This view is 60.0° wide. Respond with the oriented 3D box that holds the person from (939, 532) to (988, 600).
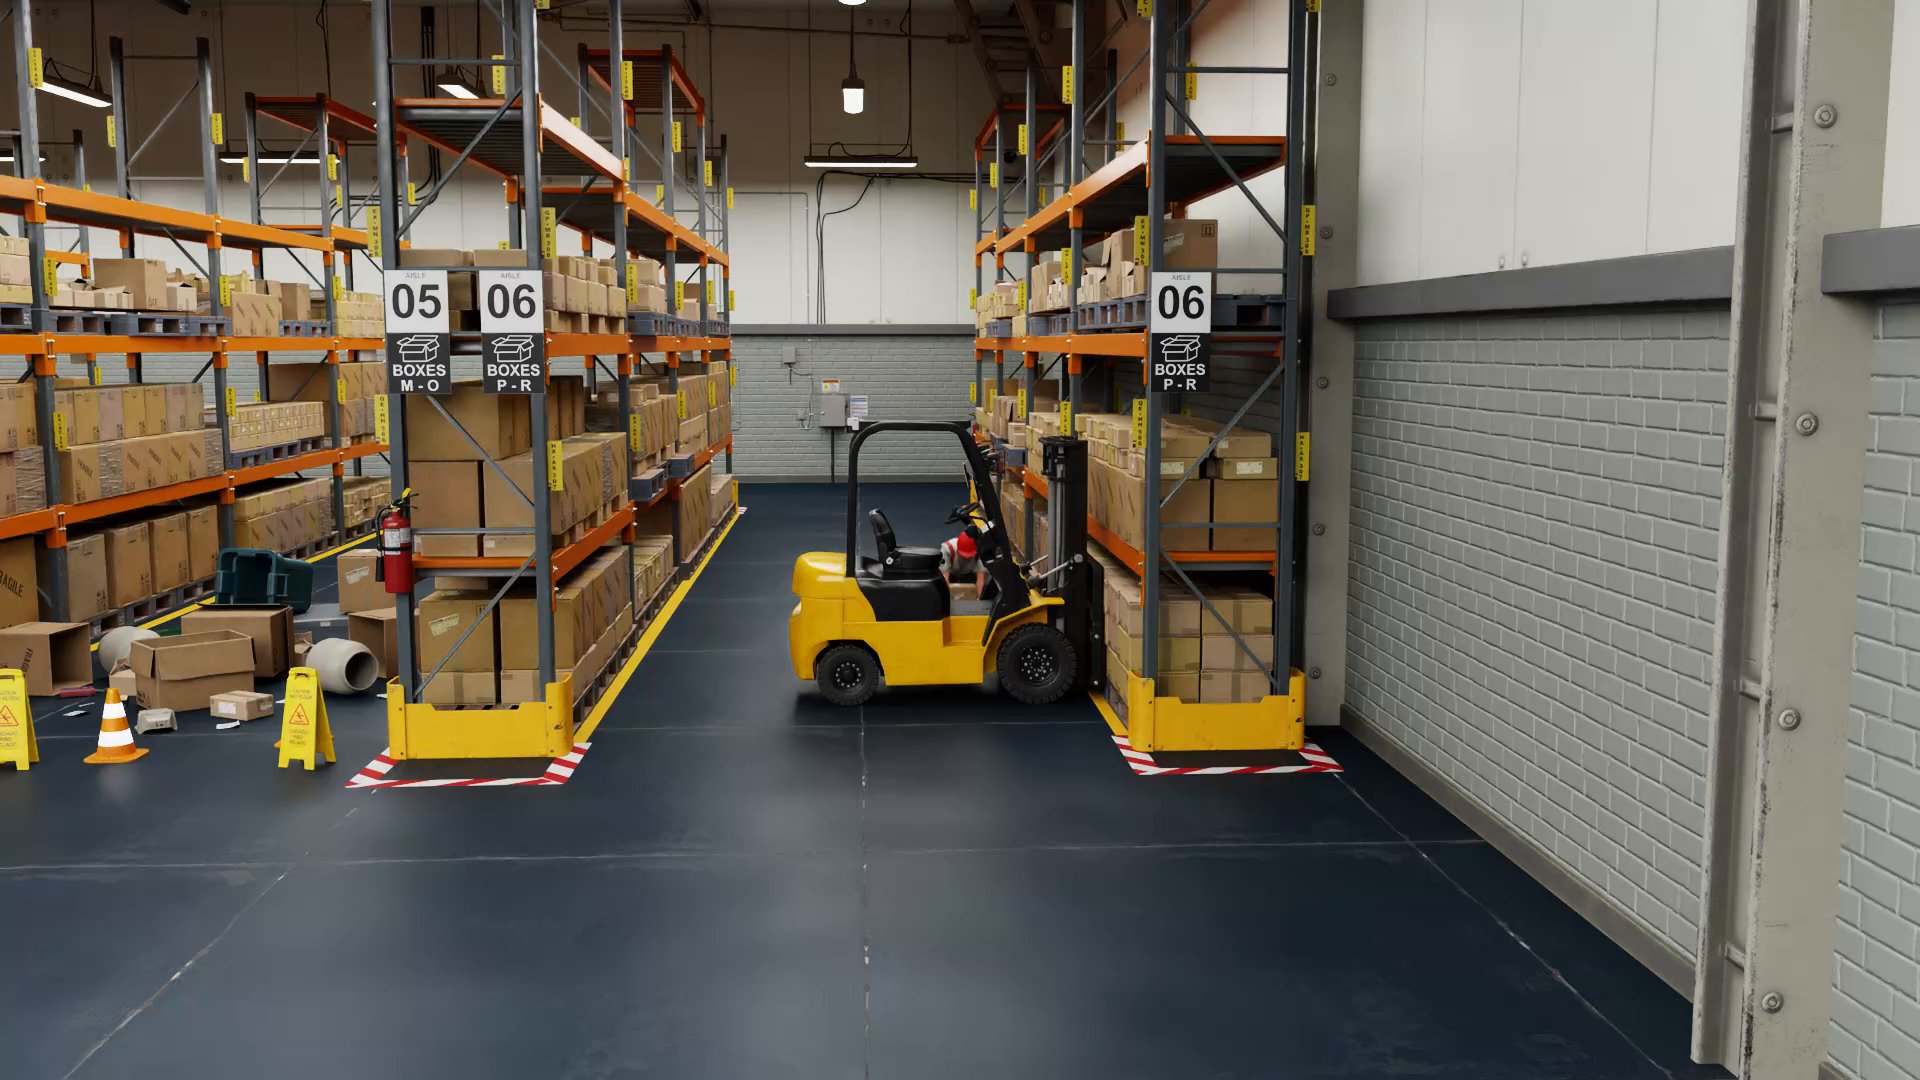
[{"bbox_3d":[0.014,0.360,16.131,0.534,0.966,0.963,-1,7,-5],"label":"person"}]
